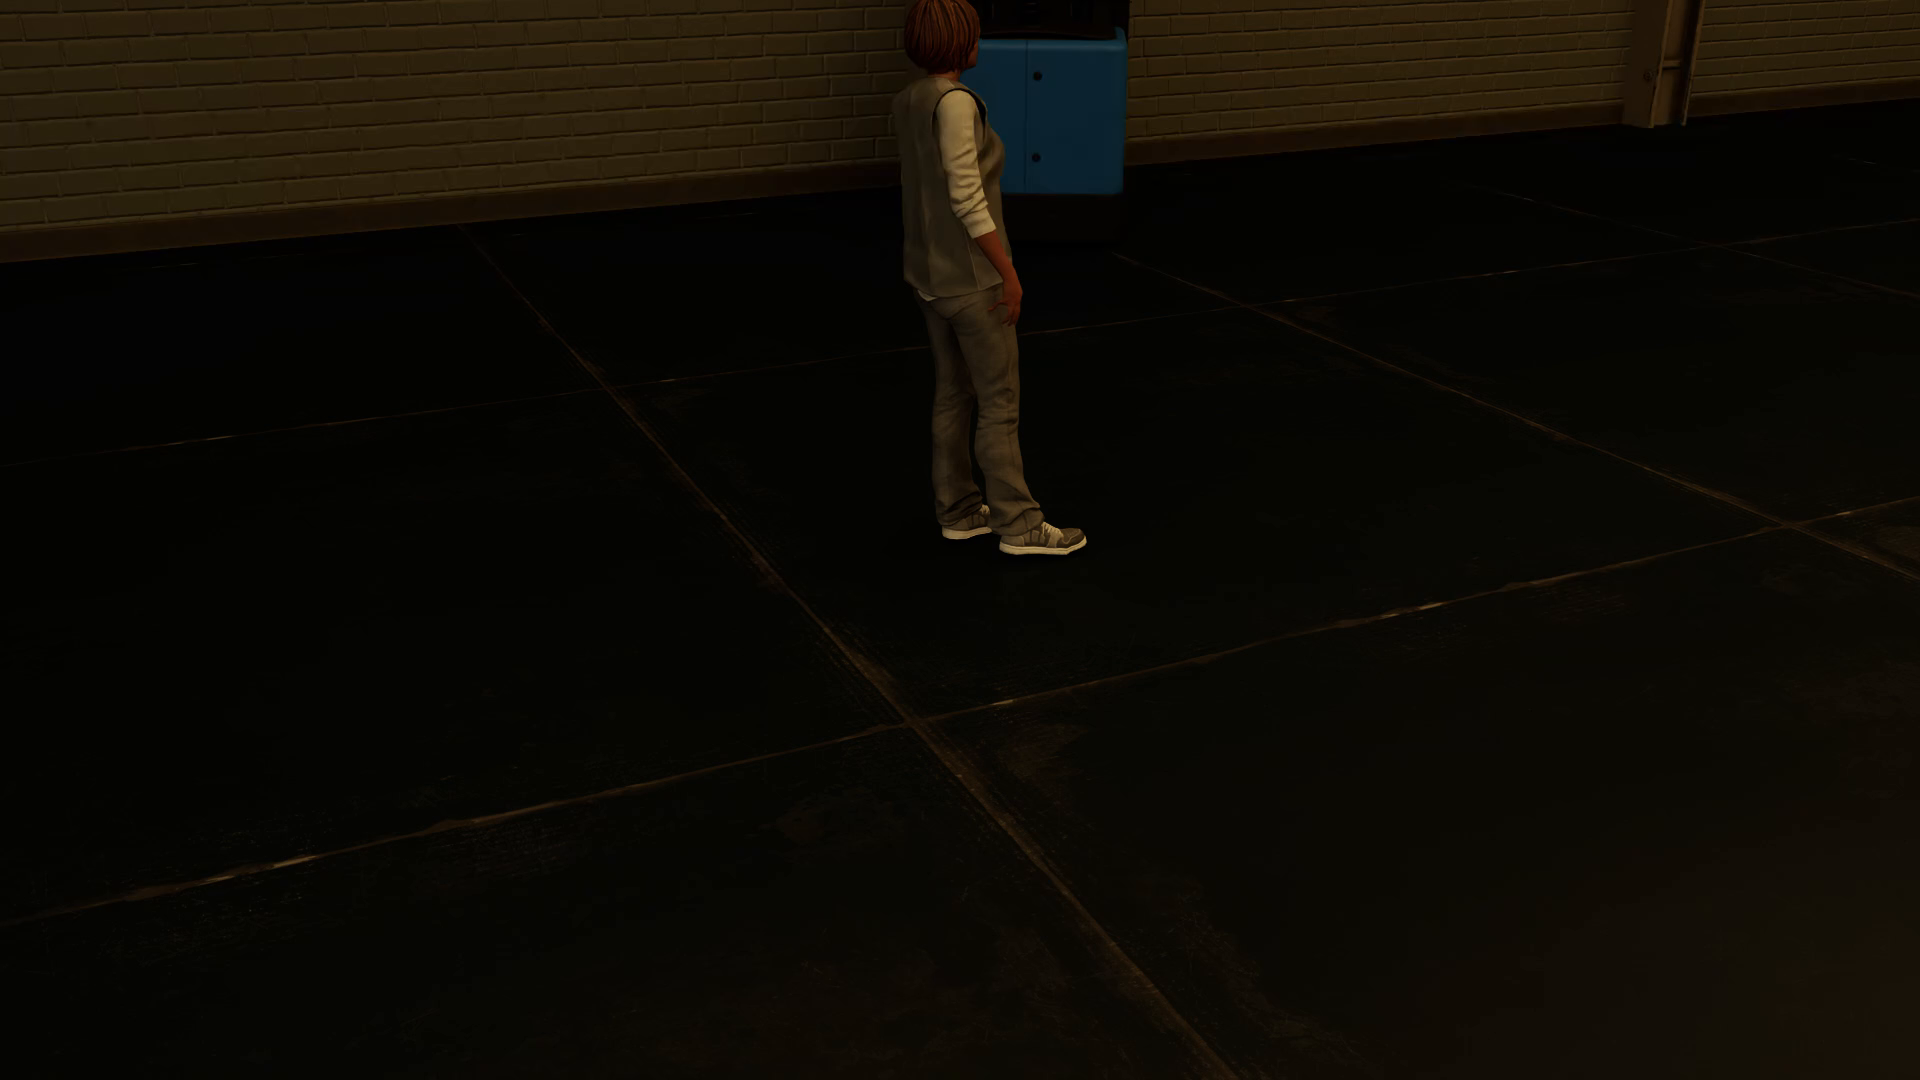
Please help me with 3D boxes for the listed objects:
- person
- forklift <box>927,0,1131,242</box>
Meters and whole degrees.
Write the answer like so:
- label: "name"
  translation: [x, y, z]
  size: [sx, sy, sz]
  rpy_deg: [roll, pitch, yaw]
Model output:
- label: "person"
  translation: [0.074, -0.752, 4.815]
  size: [0.473, 1.599, 0.520]
  rpy_deg: [-10, 25, -23]
- label: "forklift"
  translation: [0.436, -3.434, 9.551]
  size: [1.130, 2.935, 3.031]
  rpy_deg: [1, 23, 4]
